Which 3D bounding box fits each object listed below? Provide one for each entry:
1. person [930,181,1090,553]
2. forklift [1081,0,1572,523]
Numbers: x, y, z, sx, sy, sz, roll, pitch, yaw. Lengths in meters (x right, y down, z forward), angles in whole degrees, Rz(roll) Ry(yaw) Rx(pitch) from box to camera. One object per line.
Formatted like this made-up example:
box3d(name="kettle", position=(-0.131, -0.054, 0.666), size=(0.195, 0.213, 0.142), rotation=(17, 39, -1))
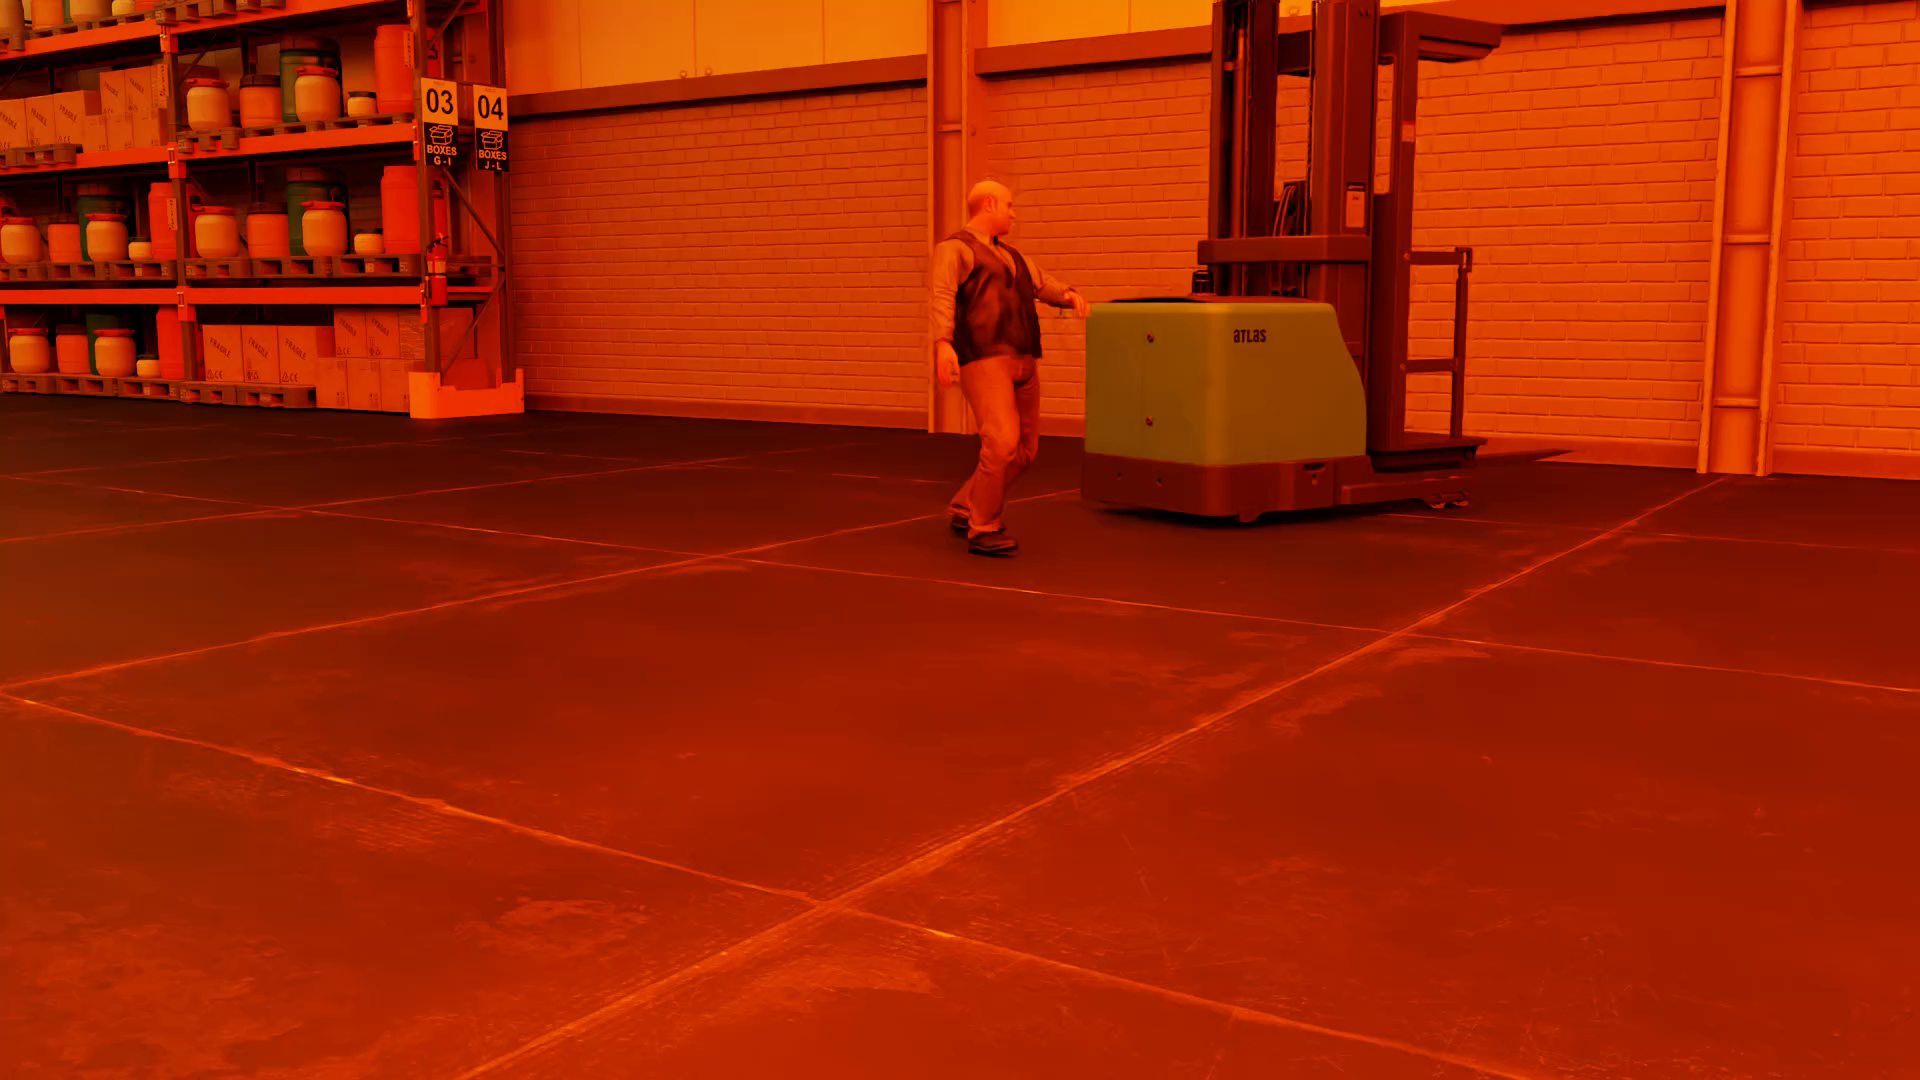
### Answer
box3d(name="person", position=(0.159, -0.756, 7.214), size=(0.842, 1.608, 0.758), rotation=(5, 9, 31))
box3d(name="forklift", position=(2.131, -1.667, 8.915), size=(3.031, 2.935, 1.130), rotation=(-6, 10, -35))
